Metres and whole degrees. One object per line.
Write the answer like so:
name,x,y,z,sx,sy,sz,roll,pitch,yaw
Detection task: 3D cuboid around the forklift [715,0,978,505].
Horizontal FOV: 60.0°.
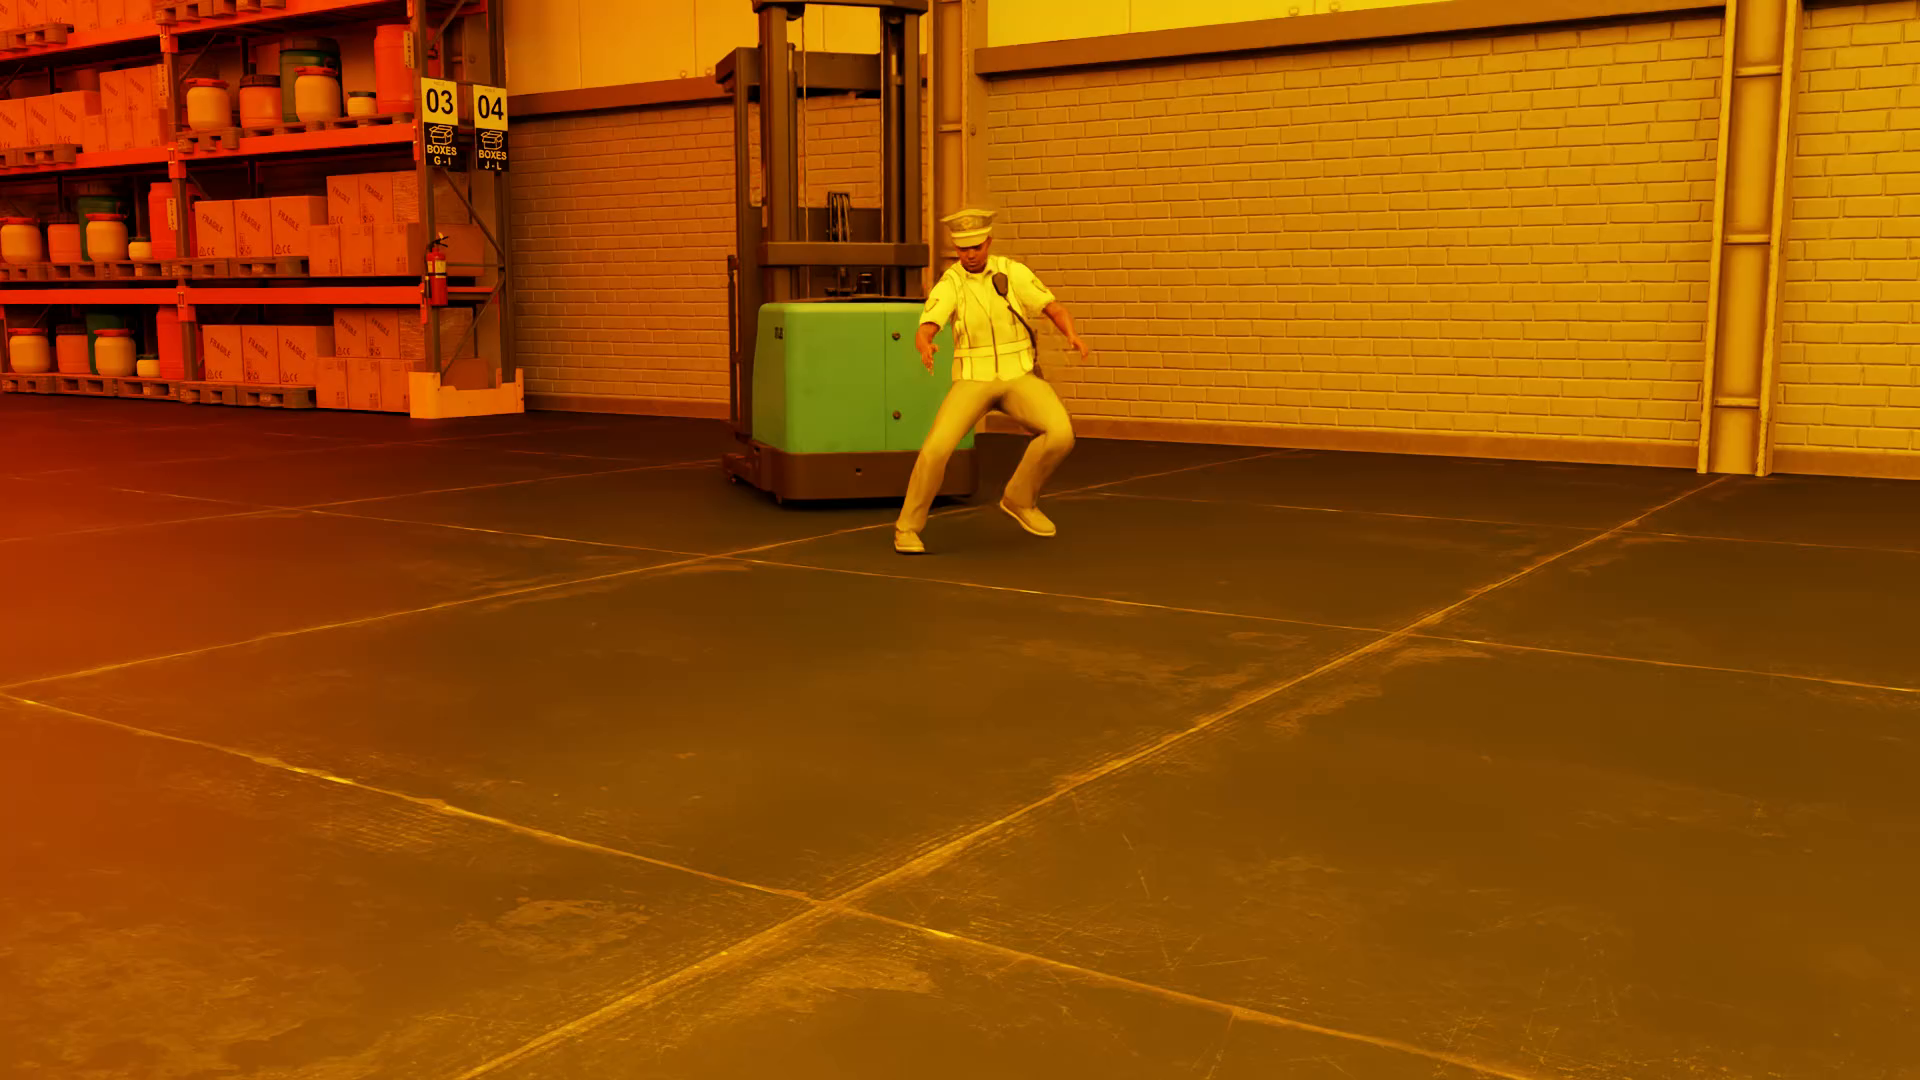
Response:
forklift,-0.828,-1.806,9.895,1.130,2.935,3.031,-2,8,-17

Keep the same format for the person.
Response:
person,0.129,-0.689,7.197,0.828,1.474,0.726,0,8,-3
